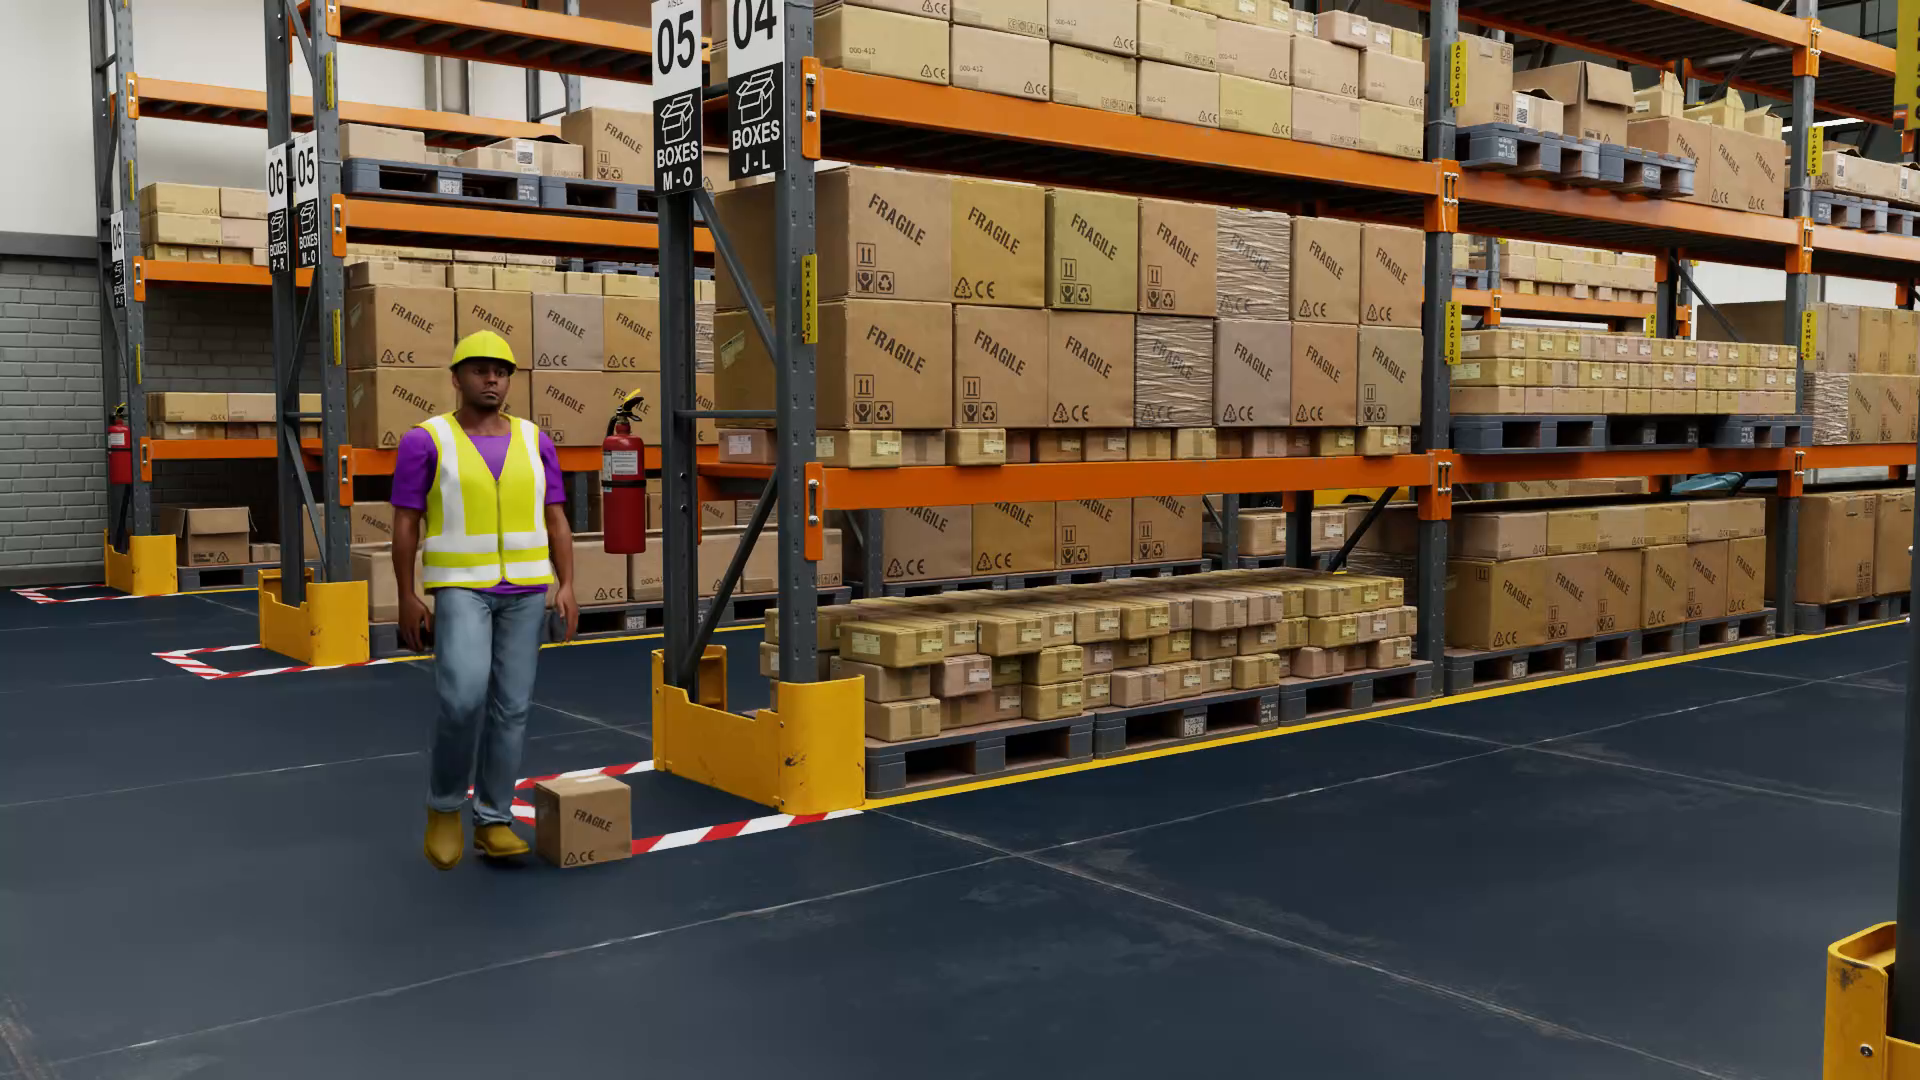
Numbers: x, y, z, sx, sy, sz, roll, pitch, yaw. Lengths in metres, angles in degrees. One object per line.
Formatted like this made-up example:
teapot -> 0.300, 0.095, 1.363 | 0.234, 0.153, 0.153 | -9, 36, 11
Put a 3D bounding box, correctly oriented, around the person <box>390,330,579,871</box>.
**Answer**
person -> -1.555, 0.192, 5.531 | 0.580, 1.779, 0.480 | -3, 5, -35
